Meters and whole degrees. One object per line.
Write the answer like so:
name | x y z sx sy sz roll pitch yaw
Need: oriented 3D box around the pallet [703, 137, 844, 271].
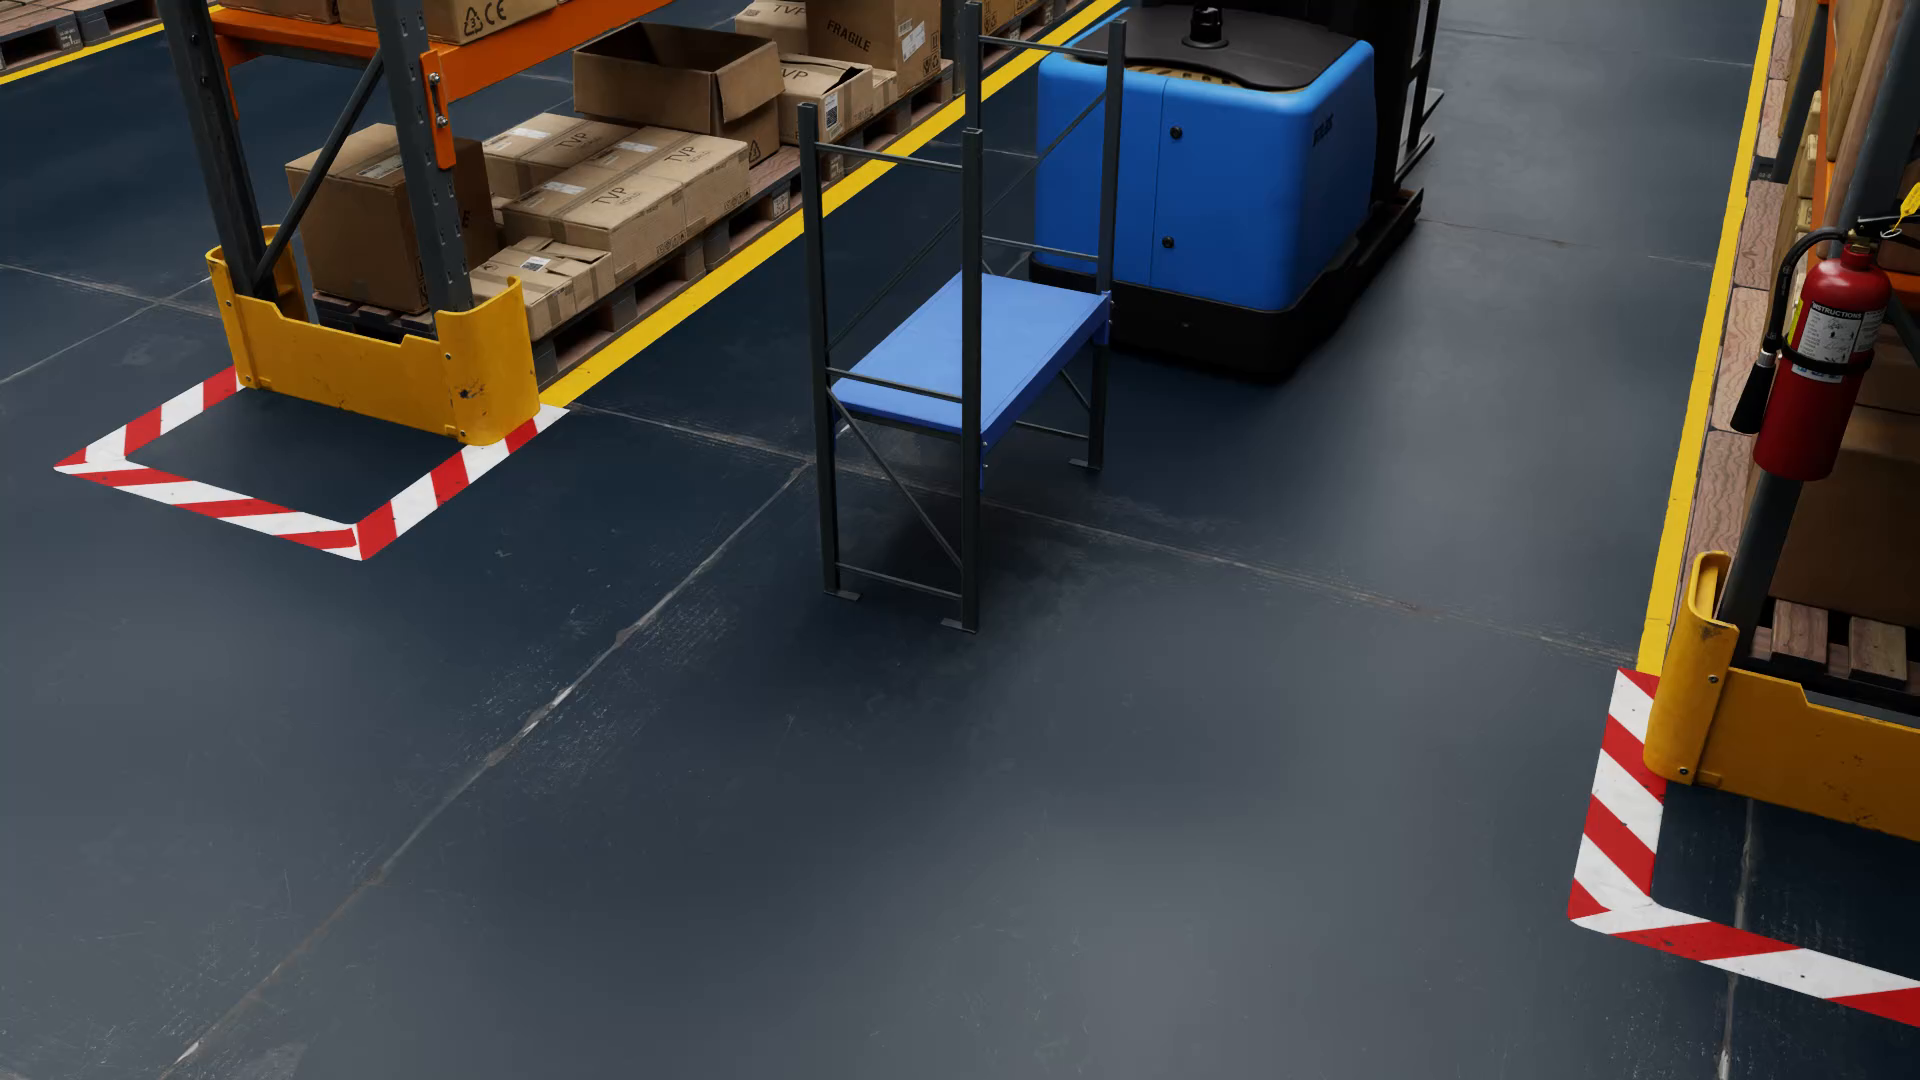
pallet | -1.241 -1.622 7.532 1.003 0.211 1.213 14 36 20

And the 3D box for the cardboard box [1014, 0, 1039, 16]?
cardboard box | 0.193 -3.332 9.474 0.500 0.500 0.500 15 36 21

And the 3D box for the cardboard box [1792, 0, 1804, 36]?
cardboard box | 4.932 -3.103 8.825 0.750 0.750 0.750 14 36 20

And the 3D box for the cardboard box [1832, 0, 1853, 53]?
cardboard box | 3.210 -1.738 4.891 0.980 0.700 0.700 12 35 18

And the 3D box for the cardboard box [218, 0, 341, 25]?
cardboard box | -2.177 -2.075 5.588 0.500 0.500 0.500 15 36 22

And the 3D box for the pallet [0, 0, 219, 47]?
pallet | -5.213 -3.337 10.147 1.003 0.211 1.213 14 36 20

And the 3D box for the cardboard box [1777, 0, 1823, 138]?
cardboard box | 4.211 -2.236 7.501 0.750 0.750 0.750 15 36 21

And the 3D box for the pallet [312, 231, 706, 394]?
pallet | -1.753 -1.017 6.608 1.003 0.211 1.213 14 36 20

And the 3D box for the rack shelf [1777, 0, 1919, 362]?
rack shelf | 3.221 -1.309 5.166 1.077 0.370 4.000 14 36 20

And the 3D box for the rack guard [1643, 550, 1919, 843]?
rack guard | 2.374 0.444 4.117 1.175 0.500 0.348 14 36 20

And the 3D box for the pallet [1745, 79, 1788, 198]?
pallet | 4.312 -1.841 7.865 1.003 0.211 1.213 14 36 20

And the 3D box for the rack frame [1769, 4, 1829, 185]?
rack frame | 4.057 -2.605 6.488 1.000 3.000 0.127 14 36 20

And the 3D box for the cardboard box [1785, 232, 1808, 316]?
cardboard box | 3.005 -0.615 5.349 0.700 0.500 0.500 13 35 19

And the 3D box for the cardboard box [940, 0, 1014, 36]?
cardboard box | -0.020 -3.064 9.065 0.500 0.500 0.500 13 35 18

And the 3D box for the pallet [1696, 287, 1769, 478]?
pallet | 3.159 -0.469 5.772 1.003 0.211 1.213 14 36 20

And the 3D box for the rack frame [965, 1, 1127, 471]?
rack frame | 0.248 -0.923 5.290 0.500 1.500 0.032 14 36 20

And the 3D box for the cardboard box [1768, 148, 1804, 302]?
cardboard box | 3.438 -1.137 6.146 0.700 0.500 0.500 14 36 20

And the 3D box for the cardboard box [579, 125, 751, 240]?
cardboard box | -1.214 -1.486 6.887 0.500 0.250 0.500 14 36 20

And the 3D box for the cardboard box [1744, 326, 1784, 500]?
cardboard box | 2.795 -0.364 4.967 0.700 0.500 0.500 14 36 20

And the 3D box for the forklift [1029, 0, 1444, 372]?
forklift | 1.395 -2.623 6.578 1.130 2.935 3.031 16 37 23

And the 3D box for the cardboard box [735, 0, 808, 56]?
cardboard box | -0.816 -2.640 8.592 0.500 0.311 0.500 14 36 20

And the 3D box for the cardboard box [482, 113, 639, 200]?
cardboard box | -1.689 -1.576 7.024 0.500 0.250 0.500 14 36 20

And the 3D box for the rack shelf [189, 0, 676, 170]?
rack shelf | -1.280 -2.443 6.896 1.077 0.370 4.000 14 36 20

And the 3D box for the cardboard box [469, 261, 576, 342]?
cardboard box | -1.630 -0.869 6.039 0.380 0.149 0.250 14 36 20

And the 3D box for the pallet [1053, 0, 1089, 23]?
pallet | 0.372 -3.597 10.544 1.003 0.211 1.213 14 36 20

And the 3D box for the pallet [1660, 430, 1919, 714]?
pallet | 2.647 0.137 4.849 1.003 0.211 1.213 14 36 20

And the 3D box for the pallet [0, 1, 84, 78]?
pallet | -5.722 -2.727 9.217 1.003 0.211 1.213 14 36 20

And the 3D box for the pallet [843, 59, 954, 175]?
pallet | -0.732 -2.232 8.462 1.003 0.211 1.213 14 36 20

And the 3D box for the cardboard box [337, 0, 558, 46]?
cardboard box | -1.692 -1.950 5.397 0.500 0.500 0.500 15 36 21

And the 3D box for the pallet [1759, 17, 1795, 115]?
pallet | 4.821 -2.451 8.795 1.003 0.211 1.213 14 36 20

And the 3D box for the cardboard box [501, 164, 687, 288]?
cardboard box | -1.423 -1.237 6.507 0.500 0.250 0.500 14 36 20

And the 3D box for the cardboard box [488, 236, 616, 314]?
cardboard box | -1.525 -1.001 6.224 0.380 0.166 0.250 14 36 20

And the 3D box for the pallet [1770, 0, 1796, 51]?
pallet | 5.333 -3.056 9.718 1.003 0.211 1.213 14 36 20

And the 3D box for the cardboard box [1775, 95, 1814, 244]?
cardboard box | 3.651 -1.387 6.526 0.700 0.500 0.500 15 36 21

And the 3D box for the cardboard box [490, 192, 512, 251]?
cardboard box | -1.862 -1.255 6.612 0.380 0.166 0.250 14 36 20

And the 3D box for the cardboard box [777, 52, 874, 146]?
cardboard box | -0.738 -2.077 7.733 0.500 0.311 0.500 14 36 20

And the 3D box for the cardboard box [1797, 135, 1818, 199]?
cardboard box | 3.124 -1.269 5.755 0.380 0.149 0.250 13 35 19

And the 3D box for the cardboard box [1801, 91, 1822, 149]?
cardboard box | 3.342 -1.529 6.152 0.380 0.149 0.250 15 36 22

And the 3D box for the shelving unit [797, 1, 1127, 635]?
shelving unit | 0.036 -0.670 4.904 0.538 1.500 1.048 14 36 20

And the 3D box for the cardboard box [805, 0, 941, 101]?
cardboard box | -0.424 -2.530 8.251 0.500 0.500 0.500 14 36 20

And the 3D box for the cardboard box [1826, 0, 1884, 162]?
cardboard box | 2.882 -1.360 4.315 0.980 0.700 0.700 14 36 20

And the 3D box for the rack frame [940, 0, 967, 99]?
rack frame | -0.444 -3.740 8.218 1.000 3.000 0.127 14 36 20

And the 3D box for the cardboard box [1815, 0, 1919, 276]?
cardboard box | 2.588 -0.995 3.758 0.980 0.700 0.700 16 36 23

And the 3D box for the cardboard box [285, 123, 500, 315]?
cardboard box | -2.113 -1.214 6.244 0.500 0.500 0.500 14 36 20

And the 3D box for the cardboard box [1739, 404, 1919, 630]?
cardboard box | 2.586 -0.115 4.587 0.700 0.500 0.500 14 36 20

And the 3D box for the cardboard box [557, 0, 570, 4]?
cardboard box | -1.481 -2.208 5.791 0.500 0.500 0.500 14 36 20

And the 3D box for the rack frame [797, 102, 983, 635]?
rack frame | -0.177 -0.417 4.517 0.500 1.500 0.032 14 36 20

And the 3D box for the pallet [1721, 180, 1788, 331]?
pallet | 3.668 -1.079 6.702 1.003 0.211 1.213 14 36 20

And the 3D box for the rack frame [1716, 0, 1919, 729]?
rack frame | 2.384 -0.613 3.450 1.000 3.000 0.127 14 36 20

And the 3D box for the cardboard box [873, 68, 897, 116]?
cardboard box | -0.527 -2.182 8.042 0.380 0.149 0.250 14 36 20

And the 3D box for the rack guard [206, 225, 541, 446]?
rack guard | -2.085 -0.740 5.923 1.175 0.500 0.348 14 36 20

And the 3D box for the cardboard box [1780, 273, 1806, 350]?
cardboard box | 2.580 -0.620 4.765 0.380 0.149 0.250 15 36 22

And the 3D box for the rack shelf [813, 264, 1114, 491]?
rack shelf | 0.036 -0.519 5.002 0.538 0.185 1.000 14 36 20

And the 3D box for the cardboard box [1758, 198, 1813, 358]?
cardboard box | 3.221 -0.882 5.757 0.700 0.500 0.500 15 36 22

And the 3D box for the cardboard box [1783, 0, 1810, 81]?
cardboard box | 4.580 -2.679 8.178 0.750 0.750 0.750 15 36 22

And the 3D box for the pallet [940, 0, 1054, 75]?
pallet | -0.138 -2.988 9.614 1.003 0.211 1.213 14 36 20

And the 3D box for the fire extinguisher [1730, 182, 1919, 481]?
fire extinguisher | 1.902 -0.456 3.620 0.296 0.674 0.183 14 36 20

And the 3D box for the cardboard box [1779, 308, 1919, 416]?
cardboard box | 2.474 -0.492 4.570 0.380 0.149 0.250 14 36 20

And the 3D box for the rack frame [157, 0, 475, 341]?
rack frame | -2.117 -1.748 5.180 1.000 3.000 0.127 14 36 20

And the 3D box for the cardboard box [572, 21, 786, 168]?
cardboard box | -1.225 -1.943 7.353 0.797 0.503 0.637 14 36 20
